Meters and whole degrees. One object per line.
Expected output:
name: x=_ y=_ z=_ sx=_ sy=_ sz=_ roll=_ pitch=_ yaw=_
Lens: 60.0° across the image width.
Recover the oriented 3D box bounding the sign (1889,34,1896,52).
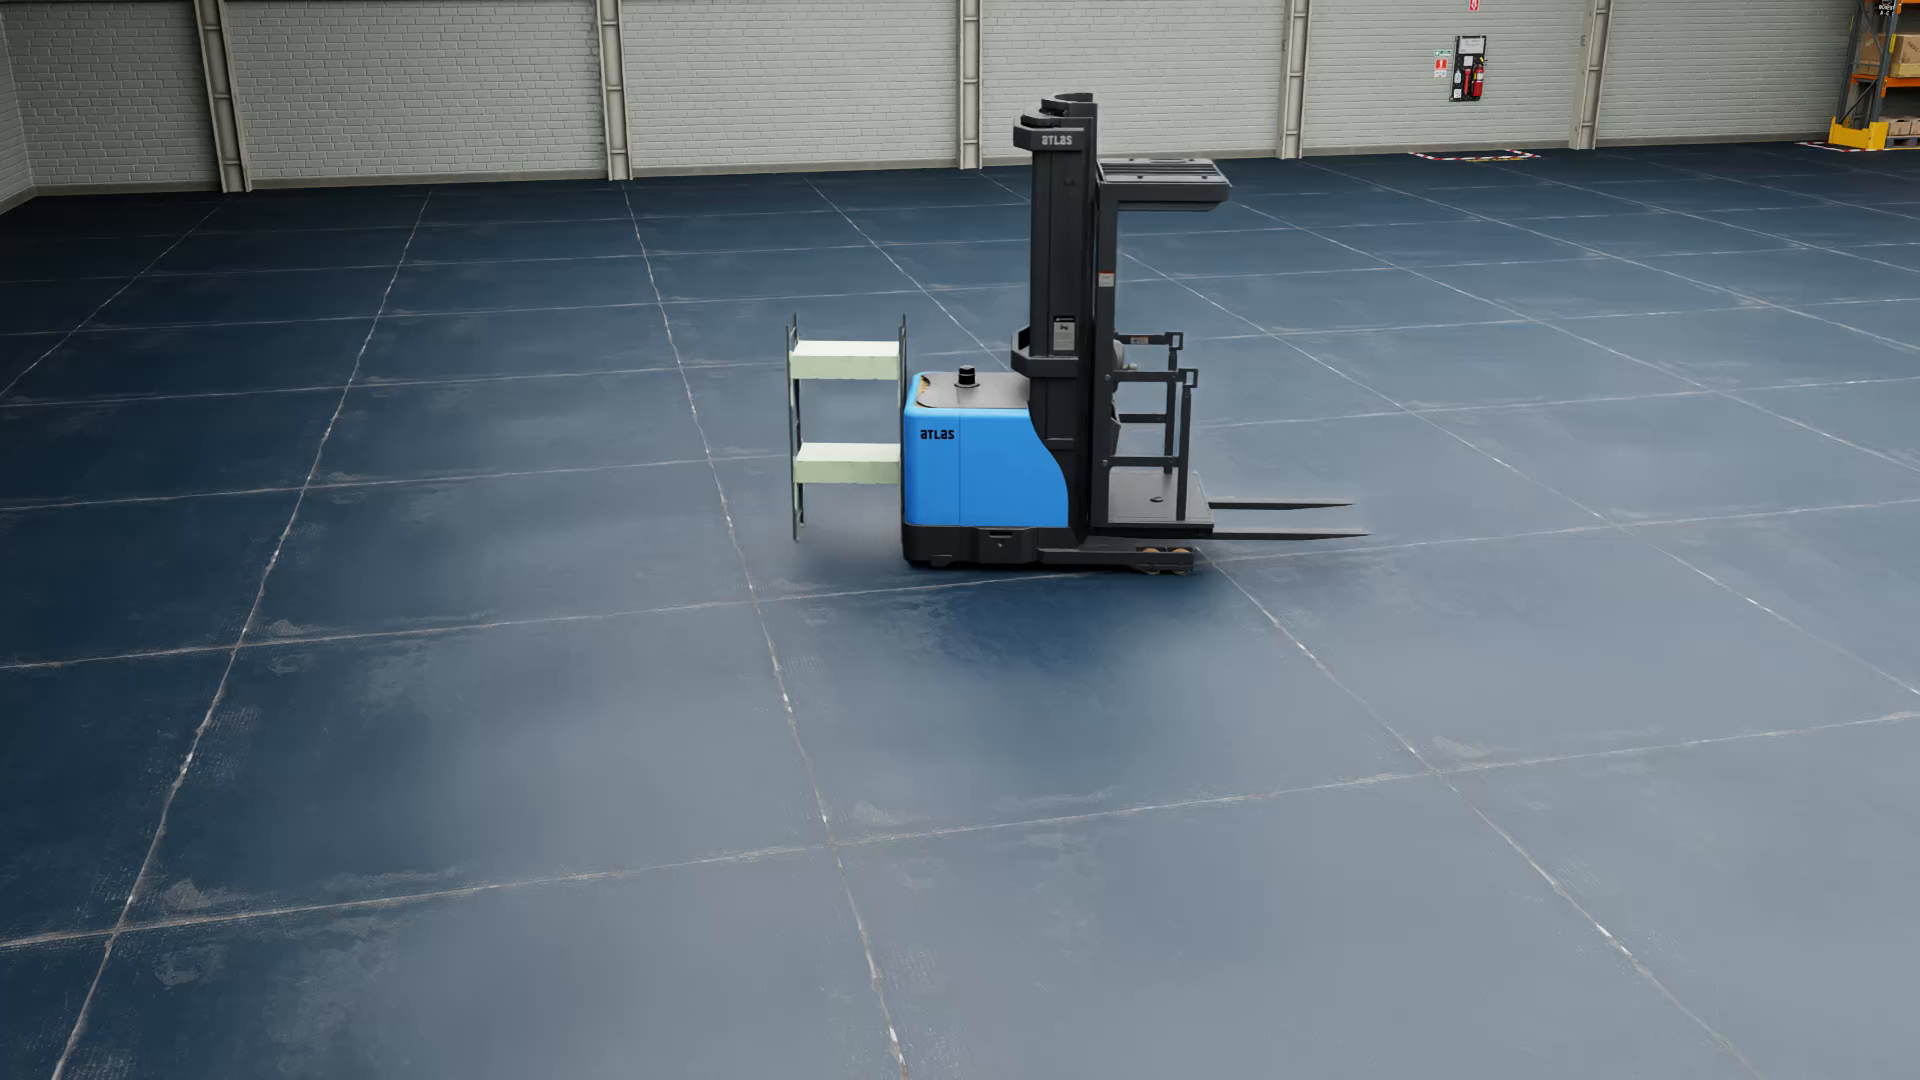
sign: x=17.320 y=-9.229 z=30.890 sx=0.005 sy=0.325 sz=0.100 roll=-5 pitch=21 yaw=-12

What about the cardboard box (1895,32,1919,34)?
cardboard box: x=18.097 y=-9.440 z=31.824 sx=0.500 sy=0.500 sz=0.500 roll=-4 pitch=21 yaw=-12

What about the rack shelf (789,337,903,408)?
rack shelf: x=-0.745 y=-1.117 z=11.049 sx=0.720 sy=0.370 sz=0.431 roll=1 pitch=20 yaw=2

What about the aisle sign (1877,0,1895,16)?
aisle sign: x=17.194 y=-10.119 z=30.798 sx=0.004 sy=0.787 sz=0.394 roll=-5 pitch=21 yaw=-12

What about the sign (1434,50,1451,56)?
sign: x=8.869 y=-8.945 z=30.551 sx=0.331 sy=0.109 sz=0.001 roll=-5 pitch=21 yaw=-12

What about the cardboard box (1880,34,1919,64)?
cardboard box: x=17.729 y=-9.233 z=31.257 sx=0.500 sy=0.500 sz=0.500 roll=-5 pitch=21 yaw=-12

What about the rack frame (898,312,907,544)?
rack frame: x=-0.379 y=-0.746 z=11.172 sx=0.023 sy=1.500 sz=0.400 roll=1 pitch=20 yaw=2

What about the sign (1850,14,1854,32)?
sign: x=17.087 y=-9.884 z=31.793 sx=0.005 sy=0.325 sz=0.100 roll=-5 pitch=21 yaw=-12

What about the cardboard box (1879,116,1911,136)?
cardboard box: x=17.889 y=-7.973 z=31.989 sx=0.500 sy=0.311 sz=0.500 roll=-7 pitch=21 yaw=-19

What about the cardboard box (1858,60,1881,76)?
cardboard box: x=17.605 y=-9.045 z=31.835 sx=0.500 sy=0.250 sz=0.500 roll=-4 pitch=21 yaw=-12

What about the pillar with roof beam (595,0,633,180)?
pillar with roof beam: x=-4.688 y=-8.826 z=22.325 sx=0.400 sy=9.000 sz=9.100 roll=-5 pitch=21 yaw=-12

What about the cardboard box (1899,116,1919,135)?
cardboard box: x=18.444 y=-8.018 z=32.112 sx=0.500 sy=0.311 sz=0.500 roll=-3 pitch=20 yaw=-8

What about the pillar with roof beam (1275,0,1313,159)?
pillar with roof beam: x=6.990 y=-9.775 z=24.918 sx=0.400 sy=9.000 sz=9.100 roll=-5 pitch=21 yaw=-12

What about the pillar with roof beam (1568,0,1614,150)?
pillar with roof beam: x=12.829 y=-10.250 z=26.214 sx=0.400 sy=9.000 sz=9.100 roll=-5 pitch=21 yaw=-12

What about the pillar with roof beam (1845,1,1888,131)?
pillar with roof beam: x=18.668 y=-10.725 z=27.511 sx=0.400 sy=9.000 sz=9.100 roll=-5 pitch=21 yaw=-12

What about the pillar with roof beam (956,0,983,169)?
pillar with roof beam: x=1.151 y=-9.301 z=23.621 sx=0.400 sy=9.000 sz=9.100 roll=-5 pitch=21 yaw=-12

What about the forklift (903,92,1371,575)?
forklift: x=1.160 y=-1.338 z=10.706 sx=3.031 sy=2.935 sz=1.130 roll=1 pitch=20 yaw=2

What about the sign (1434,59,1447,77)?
sign: x=8.863 y=-8.699 z=30.649 sx=0.234 sy=0.329 sz=0.001 roll=-5 pitch=21 yaw=-12

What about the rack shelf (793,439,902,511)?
rack shelf: x=-0.745 y=-0.445 z=11.296 sx=0.720 sy=0.370 sz=0.431 roll=1 pitch=20 yaw=2

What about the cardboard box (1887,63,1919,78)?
cardboard box: x=17.743 y=-8.876 z=31.372 sx=0.500 sy=0.250 sz=0.500 roll=-5 pitch=21 yaw=-14

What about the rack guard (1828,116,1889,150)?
rack guard: x=17.269 y=-7.837 z=31.981 sx=0.348 sy=0.500 sz=1.175 roll=-5 pitch=21 yaw=-12

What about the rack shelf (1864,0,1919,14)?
rack shelf: x=19.142 y=-10.233 z=31.575 sx=4.000 sy=0.370 sz=1.077 roll=-5 pitch=21 yaw=-12

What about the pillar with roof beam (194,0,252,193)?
pillar with roof beam: x=-10.527 y=-8.351 z=21.029 sx=0.400 sy=9.000 sz=9.100 roll=-5 pitch=21 yaw=-12

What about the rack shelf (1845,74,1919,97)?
rack shelf: x=19.142 y=-8.825 z=32.091 sx=4.000 sy=0.370 sz=1.077 roll=-5 pitch=21 yaw=-12

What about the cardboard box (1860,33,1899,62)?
cardboard box: x=17.605 y=-9.404 z=31.724 sx=0.500 sy=0.500 sz=0.500 roll=-5 pitch=21 yaw=-13

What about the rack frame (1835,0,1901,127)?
rack frame: x=17.195 y=-9.004 z=31.535 sx=0.127 sy=3.000 sz=1.000 roll=-5 pitch=21 yaw=-12

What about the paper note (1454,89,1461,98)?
paper note: x=9.237 y=-8.287 z=30.857 sx=0.142 sy=0.148 sz=0.016 roll=-5 pitch=21 yaw=-12

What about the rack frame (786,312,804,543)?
rack frame: x=-1.111 y=-0.755 z=11.195 sx=0.023 sy=1.500 sz=0.400 roll=1 pitch=20 yaw=2

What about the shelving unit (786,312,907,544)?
shelving unit: x=-0.745 y=-0.751 z=11.184 sx=0.755 sy=1.500 sz=0.431 roll=1 pitch=20 yaw=2

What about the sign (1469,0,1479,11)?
sign: x=9.394 y=-9.813 z=30.371 sx=0.199 sy=0.298 sz=0.001 roll=-5 pitch=21 yaw=-12

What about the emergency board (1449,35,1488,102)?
emergency board: x=9.425 y=-8.692 z=30.681 sx=0.643 sy=1.169 sz=0.194 roll=-5 pitch=21 yaw=-12

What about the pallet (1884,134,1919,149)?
pallet: x=18.068 y=-7.753 z=32.174 sx=1.213 sy=0.211 sz=1.003 roll=-5 pitch=21 yaw=-12
